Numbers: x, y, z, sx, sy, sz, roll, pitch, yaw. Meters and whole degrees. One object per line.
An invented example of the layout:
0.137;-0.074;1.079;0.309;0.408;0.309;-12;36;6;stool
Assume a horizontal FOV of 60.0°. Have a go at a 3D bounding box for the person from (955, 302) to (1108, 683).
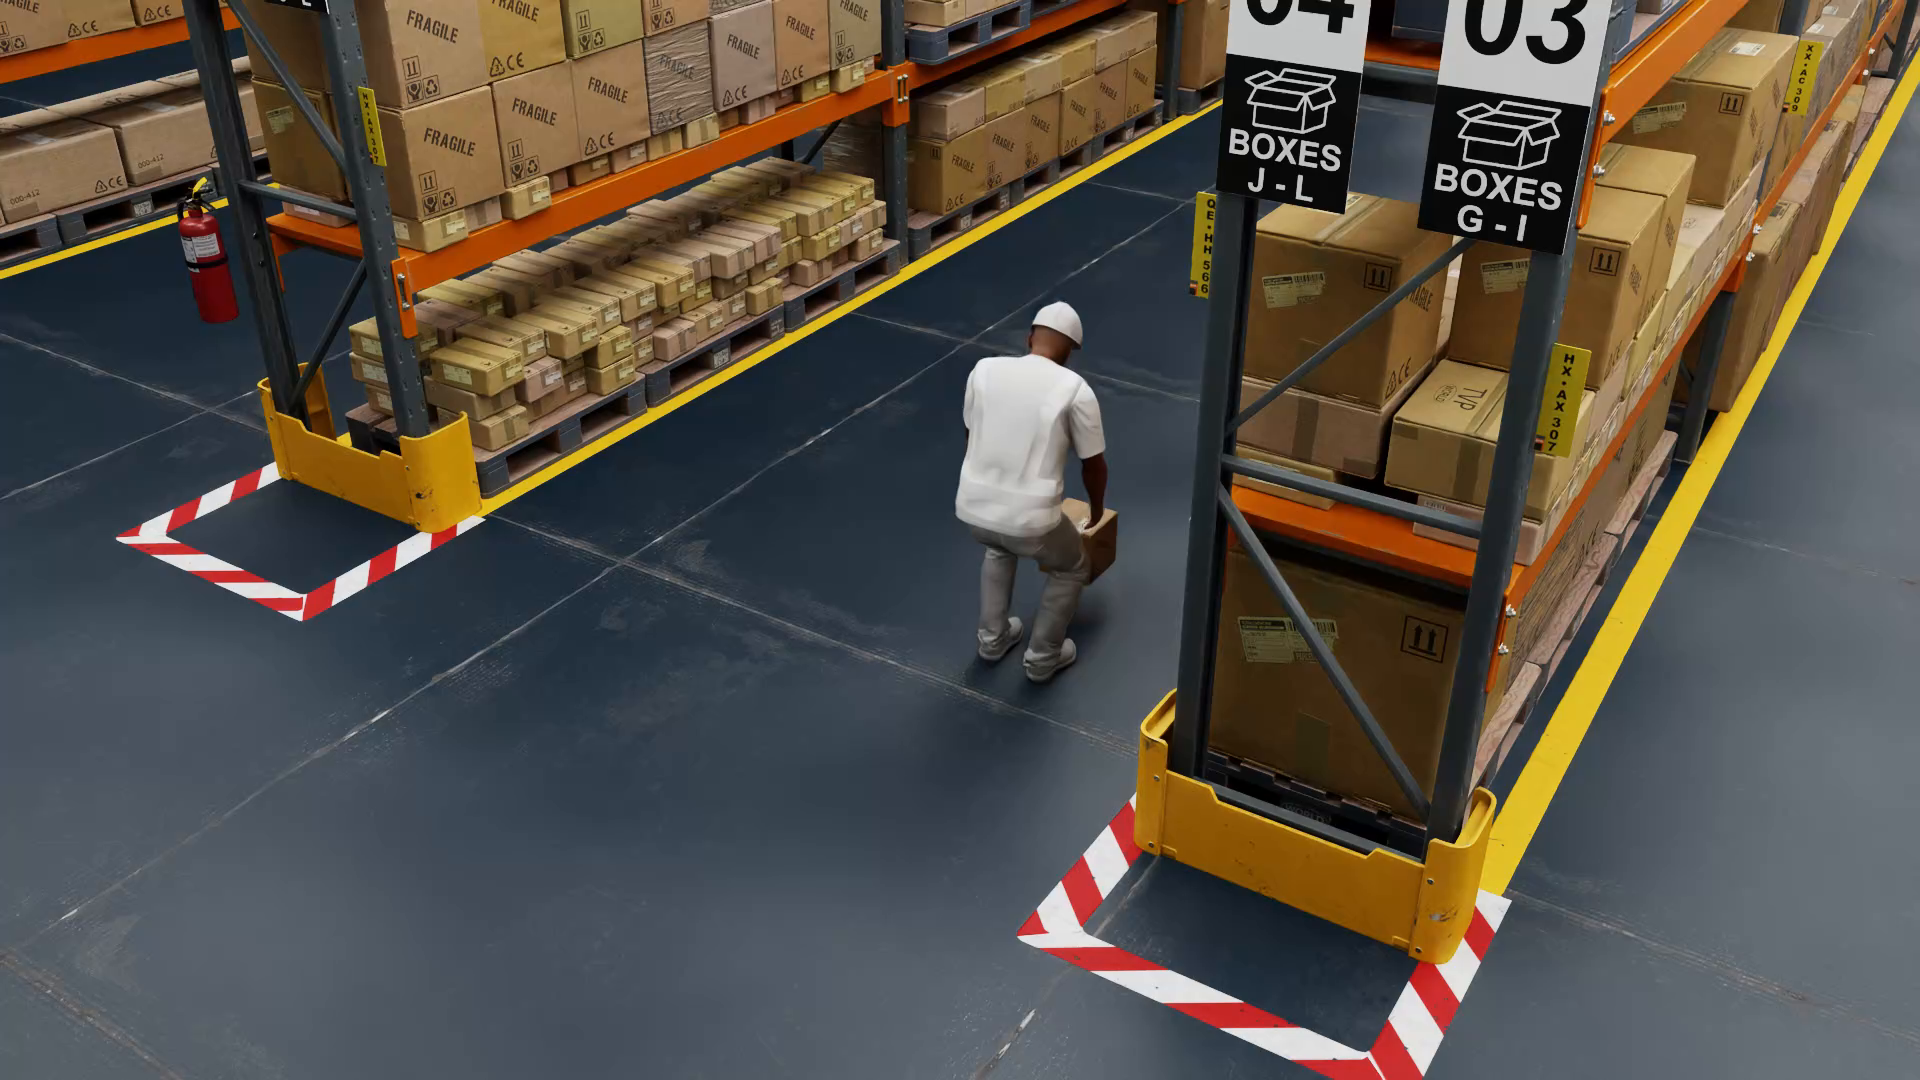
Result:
0.261;-0.183;6.694;0.629;1.490;0.708;18;35;28;person
